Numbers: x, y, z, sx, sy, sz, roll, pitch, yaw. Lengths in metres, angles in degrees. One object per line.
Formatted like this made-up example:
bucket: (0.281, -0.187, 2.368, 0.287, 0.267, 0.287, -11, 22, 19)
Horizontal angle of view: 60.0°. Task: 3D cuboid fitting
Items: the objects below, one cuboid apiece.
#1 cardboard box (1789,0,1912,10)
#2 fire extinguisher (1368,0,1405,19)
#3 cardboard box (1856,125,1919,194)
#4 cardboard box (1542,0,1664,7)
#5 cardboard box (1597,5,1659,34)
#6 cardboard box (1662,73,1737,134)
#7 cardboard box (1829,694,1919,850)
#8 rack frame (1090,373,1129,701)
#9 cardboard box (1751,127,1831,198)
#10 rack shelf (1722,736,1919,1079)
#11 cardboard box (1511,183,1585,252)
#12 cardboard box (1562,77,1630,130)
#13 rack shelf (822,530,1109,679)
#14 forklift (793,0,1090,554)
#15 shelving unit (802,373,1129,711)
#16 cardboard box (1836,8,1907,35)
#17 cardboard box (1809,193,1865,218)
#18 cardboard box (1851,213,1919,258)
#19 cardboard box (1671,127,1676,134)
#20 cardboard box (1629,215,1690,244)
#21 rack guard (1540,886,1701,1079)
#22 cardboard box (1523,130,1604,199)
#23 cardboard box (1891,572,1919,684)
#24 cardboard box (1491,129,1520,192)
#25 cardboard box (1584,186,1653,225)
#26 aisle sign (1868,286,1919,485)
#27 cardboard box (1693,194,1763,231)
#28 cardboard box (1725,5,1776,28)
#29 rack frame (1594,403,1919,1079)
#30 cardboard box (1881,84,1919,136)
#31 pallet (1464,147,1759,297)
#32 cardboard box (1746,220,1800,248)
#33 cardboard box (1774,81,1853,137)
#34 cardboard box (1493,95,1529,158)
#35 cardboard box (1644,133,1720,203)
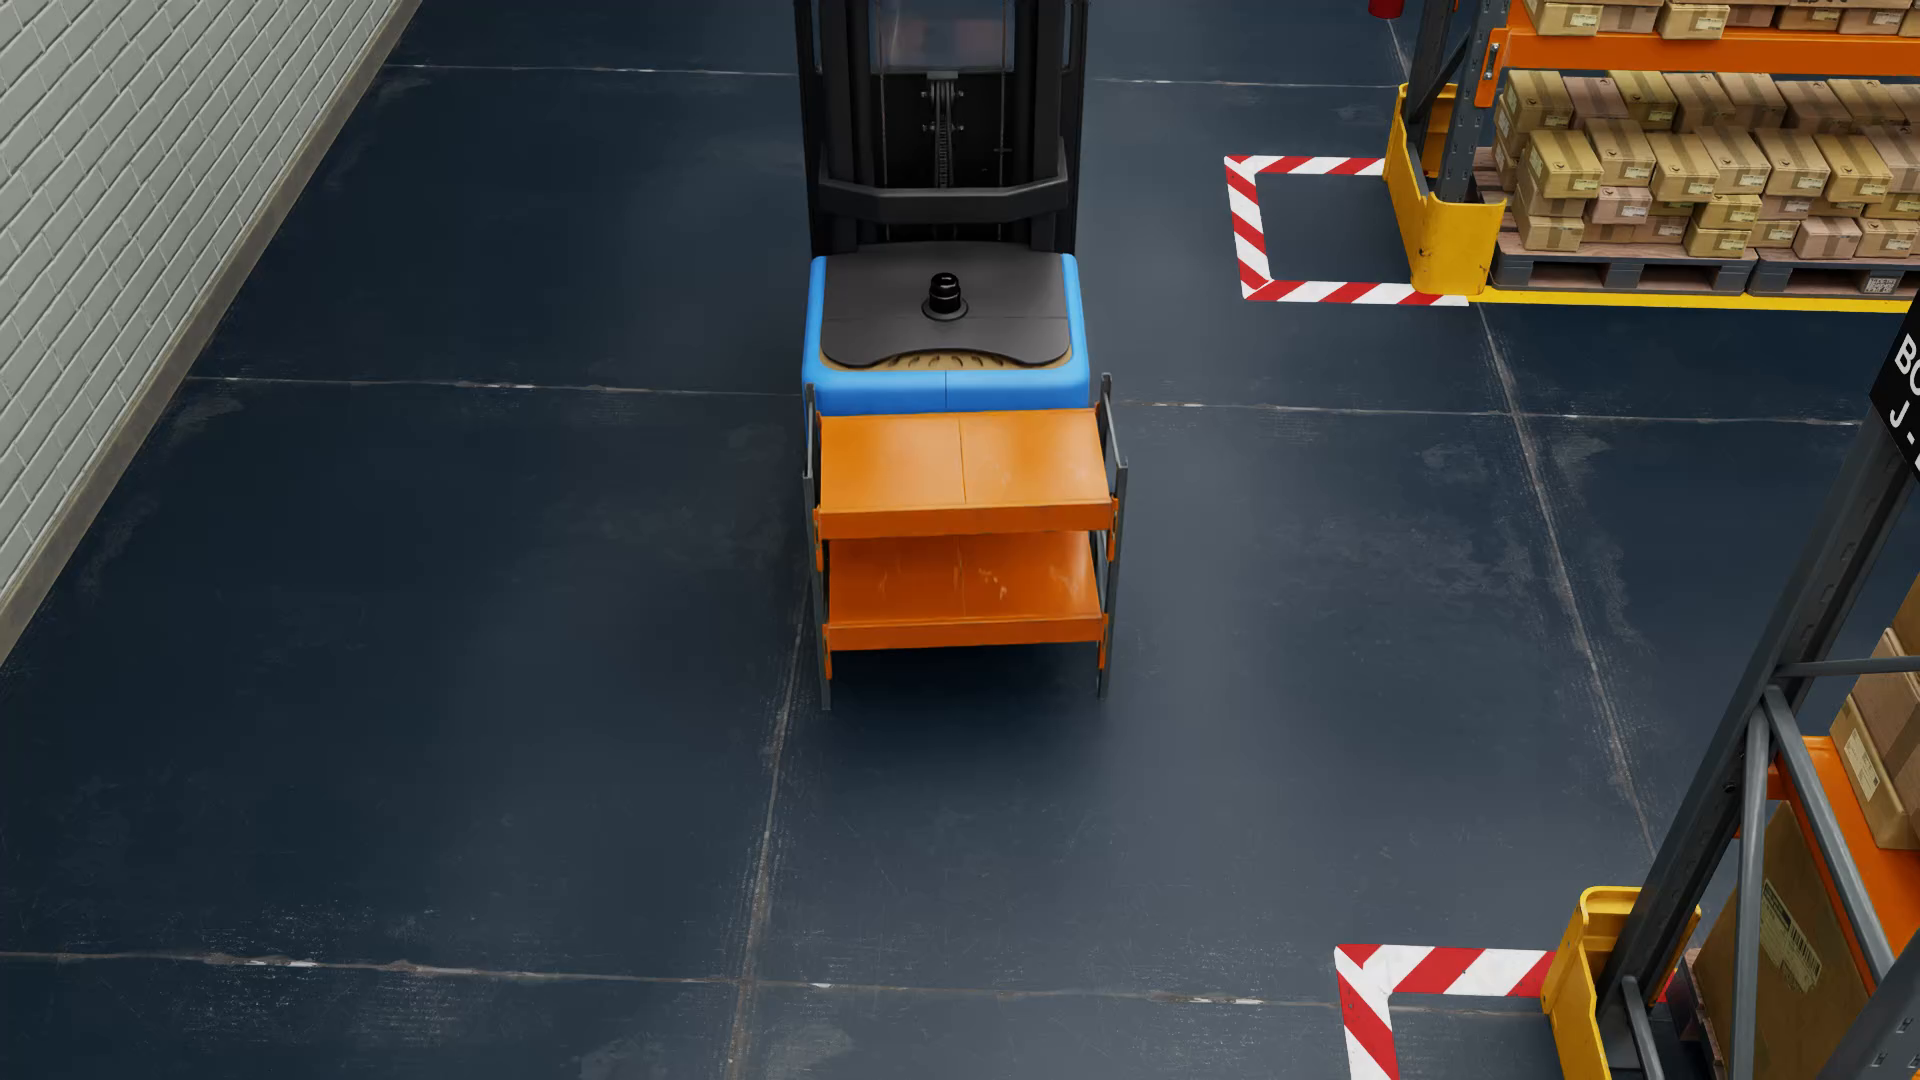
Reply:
cardboard box: (3.776, -2.600, 7.049, 0.500, 0.500, 0.500, 2, 43, 2)
fire extinguisher: (2.084, -2.837, 7.925, 0.183, 0.674, 0.296, 2, 43, 2)
cardboard box: (4.394, -1.791, 7.819, 0.250, 0.149, 0.380, 2, 43, 2)
cardboard box: (2.751, -2.623, 7.073, 0.500, 0.500, 0.500, 4, 43, 4)
cardboard box: (2.880, -2.375, 7.283, 0.250, 0.149, 0.380, 3, 43, 3)
cardboard box: (3.624, -2.144, 8.198, 0.250, 0.149, 0.380, 0, 43, 0)
cardboard box: (2.361, 0.574, 4.118, 0.250, 0.149, 0.380, 3, 43, 3)
rack frame: (0.515, 0.008, 5.916, 0.032, 1.125, 0.500, -2, 43, -2)
cardboard box: (3.878, -1.772, 7.799, 0.250, 0.149, 0.380, 3, 43, 4)
rack shelf: (3.989, 1.020, 3.983, 4.000, 0.370, 1.077, 2, 43, 2)
cardboard box: (2.824, -1.556, 8.003, 0.250, 0.149, 0.380, 3, 43, 3)
cardboard box: (3.104, -2.117, 8.169, 0.250, 0.149, 0.380, 3, 43, 3)
rack shelf: (0.007, 0.205, 6.063, 1.000, 0.278, 0.538, -2, 43, -2)
forklift: (-0.073, -1.865, 6.601, 1.130, 2.935, 3.031, -1, 43, -1)
shelving unit: (0.007, 0.026, 5.896, 1.048, 1.125, 0.538, -2, 43, -2)
cardboard box: (3.927, -2.363, 7.271, 0.250, 0.149, 0.380, 1, 43, 1)
cardboard box: (4.140, -1.708, 7.948, 0.250, 0.149, 0.380, 4, 43, 4)
cardboard box: (4.370, -1.517, 7.962, 0.250, 0.149, 0.380, 2, 43, 2)
cardboard box: (3.638, -1.984, 8.244, 0.250, 0.149, 0.380, 1, 43, 1)
cardboard box: (3.338, -1.601, 8.051, 0.250, 0.149, 0.380, 2, 43, 2)
rack guard: (1.967, 1.609, 4.656, 0.348, 0.500, 1.175, 2, 43, 2)
cardboard box: (2.823, -1.760, 7.786, 0.250, 0.149, 0.380, 0, 43, 0)
cardboard box: (2.489, 0.203, 3.674, 0.500, 0.500, 0.500, 2, 43, 2)
cardboard box: (2.850, -1.916, 8.389, 0.250, 0.149, 0.380, 2, 43, 3)
cardboard box: (3.098, -1.661, 7.898, 0.250, 0.149, 0.380, 2, 43, 2)
aisle sign: (1.932, -0.463, 3.139, 0.004, 0.787, 0.394, 2, 43, 2)
cardboard box: (3.598, -1.632, 7.866, 0.250, 0.149, 0.380, 3, 43, 3)
cardboard box: (3.412, -2.415, 7.326, 0.250, 0.149, 0.380, 4, 43, 4)
rack frame: (1.991, 0.695, 3.803, 0.127, 3.000, 1.000, 2, 43, 2)
cardboard box: (4.661, -2.067, 8.116, 0.250, 0.149, 0.380, 0, 43, 0)
pallet: (3.201, -1.608, 8.321, 1.213, 0.211, 1.003, 2, 43, 2)
cardboard box: (3.847, -1.575, 8.024, 0.250, 0.149, 0.380, 2, 43, 2)
cardboard box: (4.153, -2.091, 8.140, 0.250, 0.149, 0.380, 0, 43, 0)
cardboard box: (2.855, -2.077, 8.344, 0.250, 0.149, 0.380, 1, 43, 1)
cardboard box: (3.350, -1.739, 7.763, 0.250, 0.149, 0.380, 2, 43, 2)
